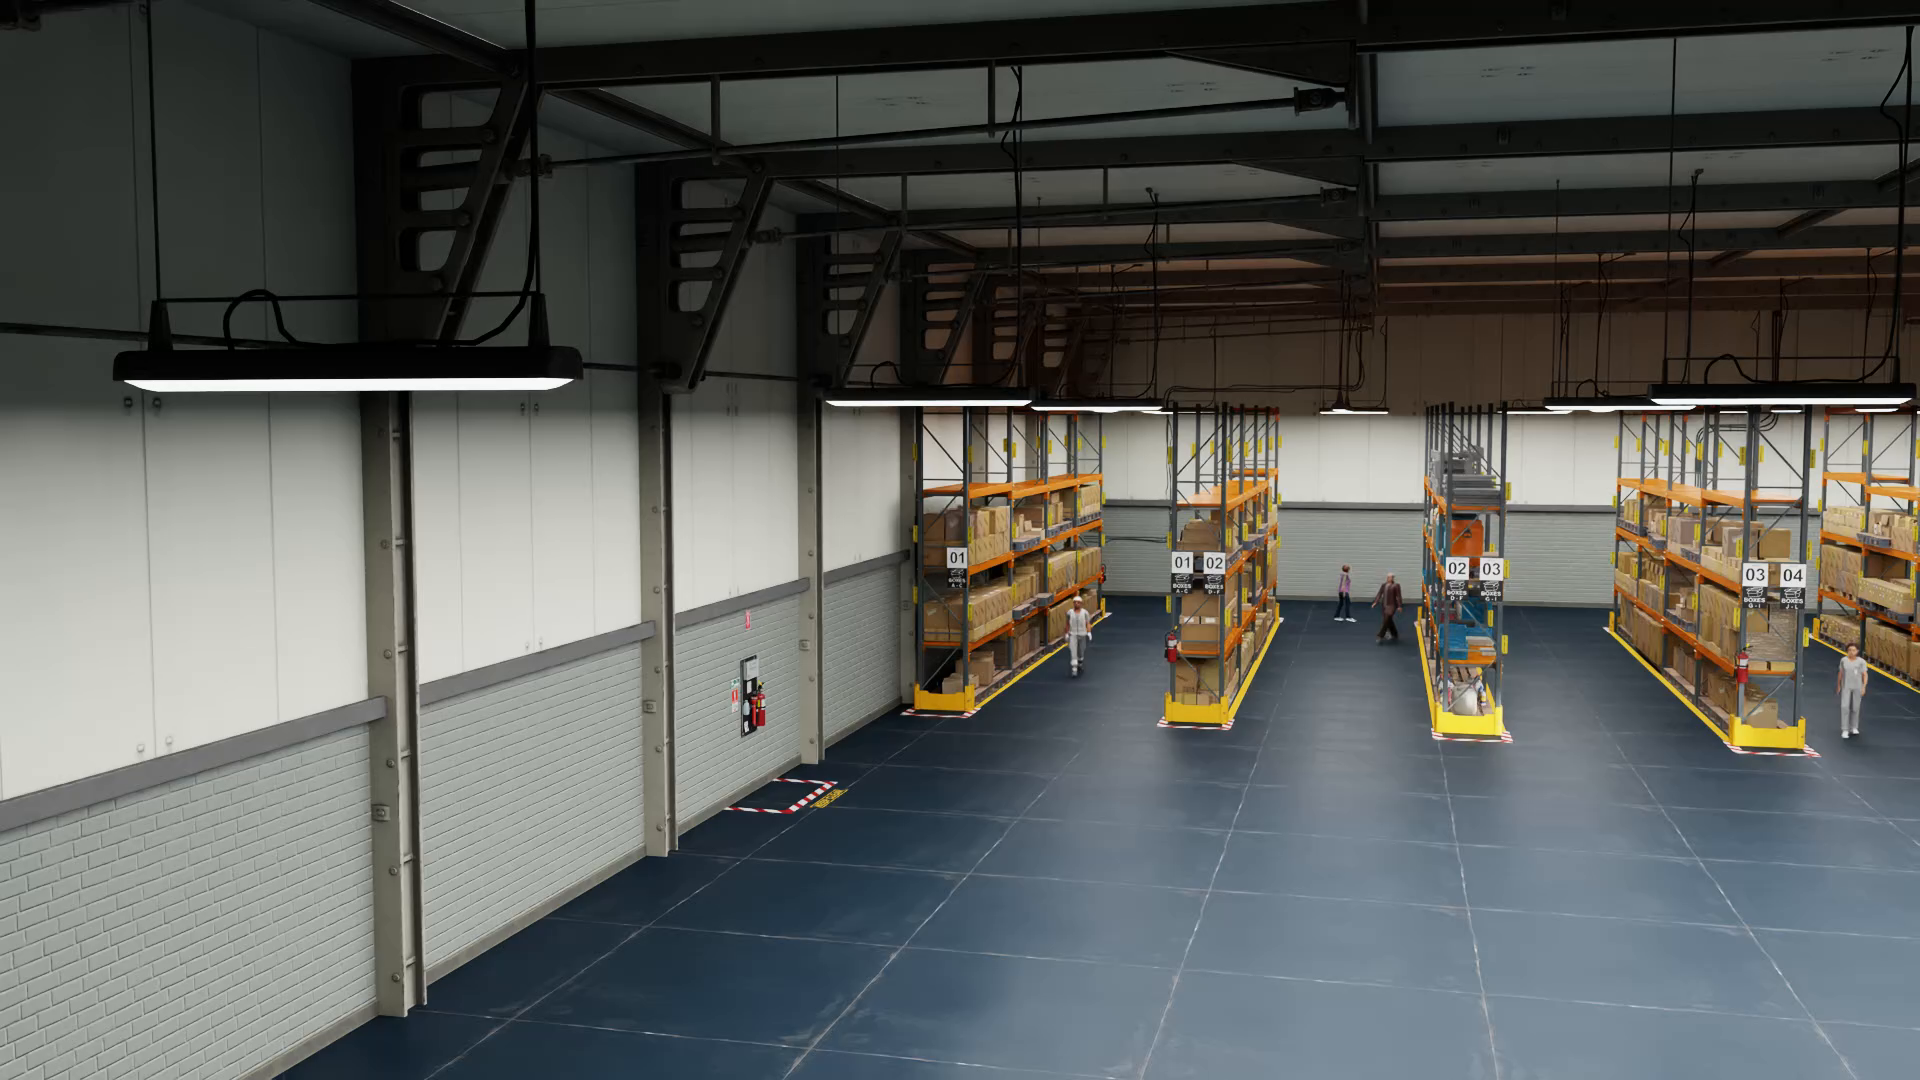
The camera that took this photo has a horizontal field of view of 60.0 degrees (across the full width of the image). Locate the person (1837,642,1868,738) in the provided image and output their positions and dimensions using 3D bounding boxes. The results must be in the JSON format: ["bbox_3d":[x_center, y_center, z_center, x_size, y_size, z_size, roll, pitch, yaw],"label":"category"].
[{"bbox_3d":[16.040,2.689,29.900,0.486,1.695,0.610,2,5,30],"label":"person"}]

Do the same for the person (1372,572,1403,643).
[{"bbox_3d":[10.848,1.706,42.347,0.920,1.759,0.620,-2,5,-24],"label":"person"}]

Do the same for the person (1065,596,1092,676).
[{"bbox_3d":[2.623,2.118,36.831,0.555,1.739,1.093,0,4,-1],"label":"person"}]

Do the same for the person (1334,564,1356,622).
[{"bbox_3d":[10.815,1.493,46.663,0.597,1.594,0.458,0,4,1],"label":"person"}]
